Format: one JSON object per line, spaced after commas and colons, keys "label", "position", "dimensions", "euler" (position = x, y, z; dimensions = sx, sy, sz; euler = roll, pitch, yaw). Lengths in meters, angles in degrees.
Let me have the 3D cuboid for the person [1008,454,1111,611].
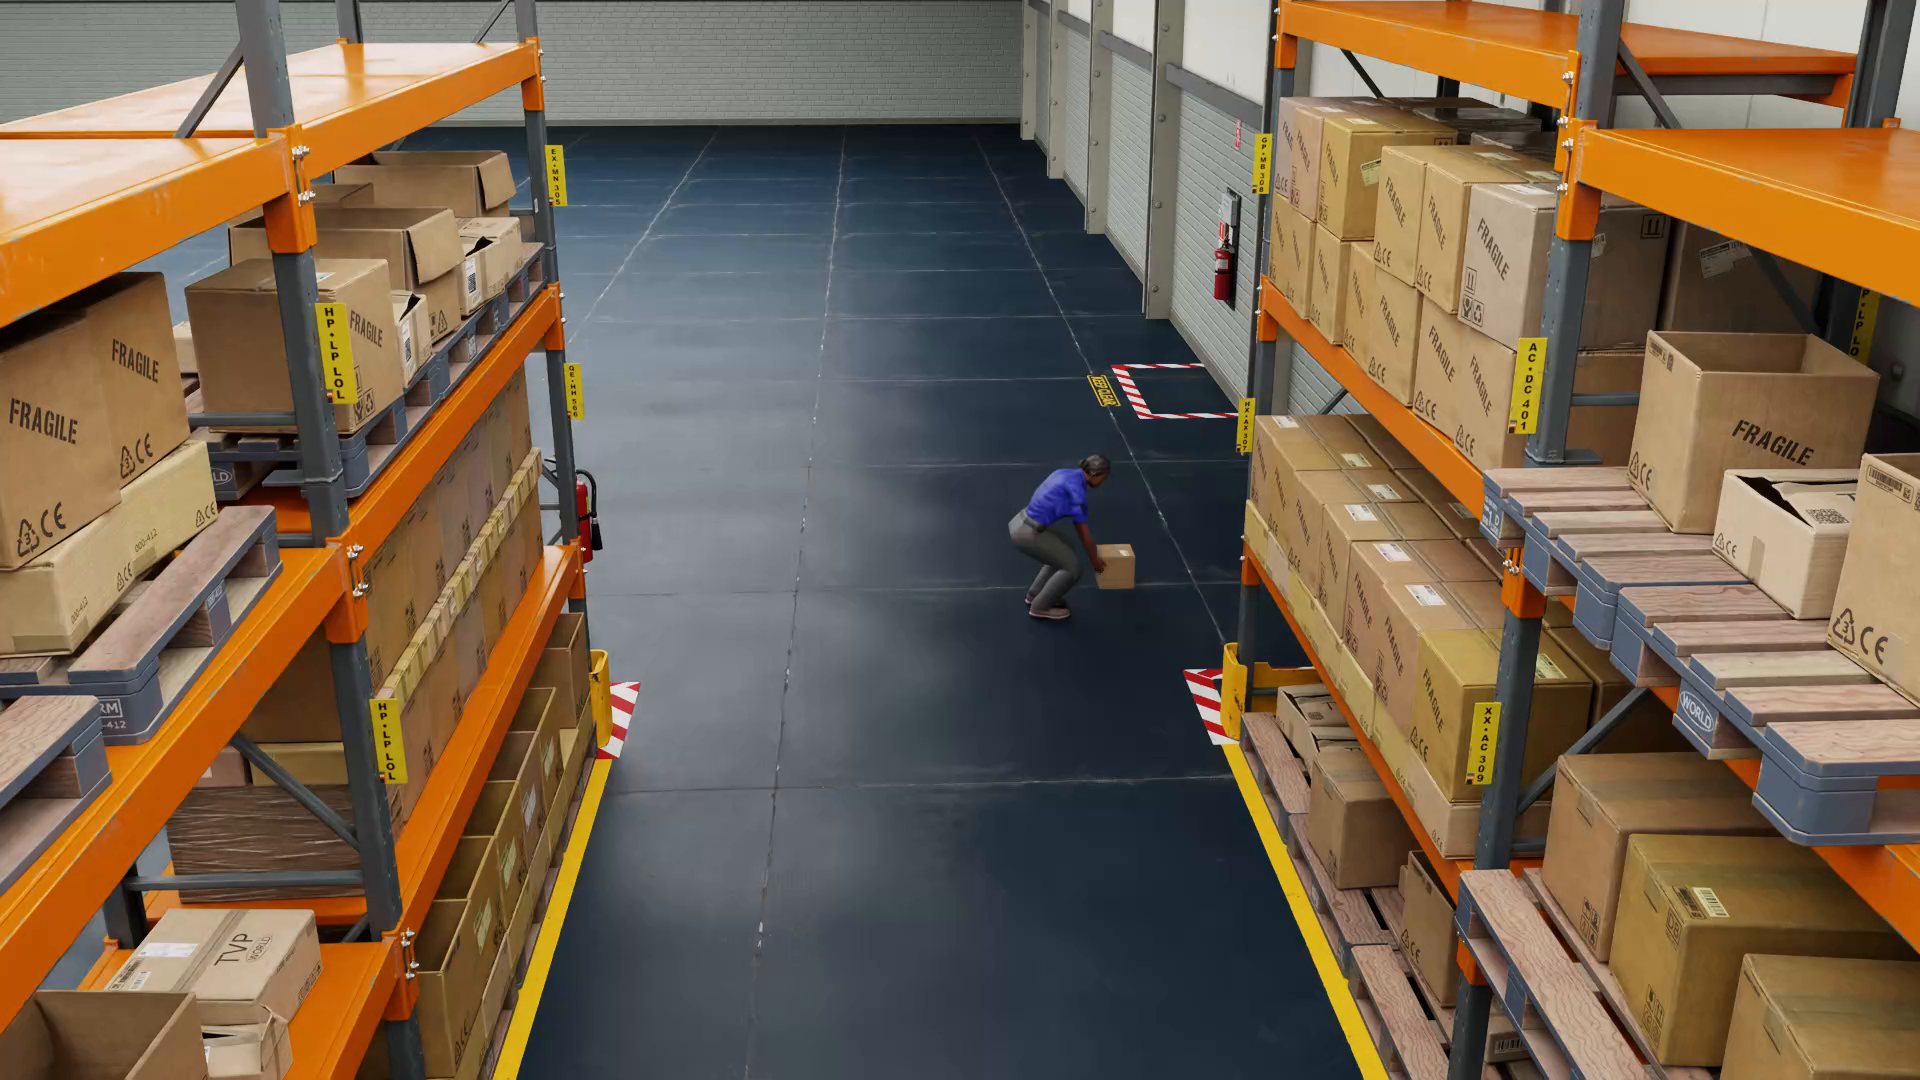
{"label": "person", "position": [0.707, -0.073, 11.907], "dimensions": [0.726, 1.112, 0.501], "euler": [-1, 21, -3]}
